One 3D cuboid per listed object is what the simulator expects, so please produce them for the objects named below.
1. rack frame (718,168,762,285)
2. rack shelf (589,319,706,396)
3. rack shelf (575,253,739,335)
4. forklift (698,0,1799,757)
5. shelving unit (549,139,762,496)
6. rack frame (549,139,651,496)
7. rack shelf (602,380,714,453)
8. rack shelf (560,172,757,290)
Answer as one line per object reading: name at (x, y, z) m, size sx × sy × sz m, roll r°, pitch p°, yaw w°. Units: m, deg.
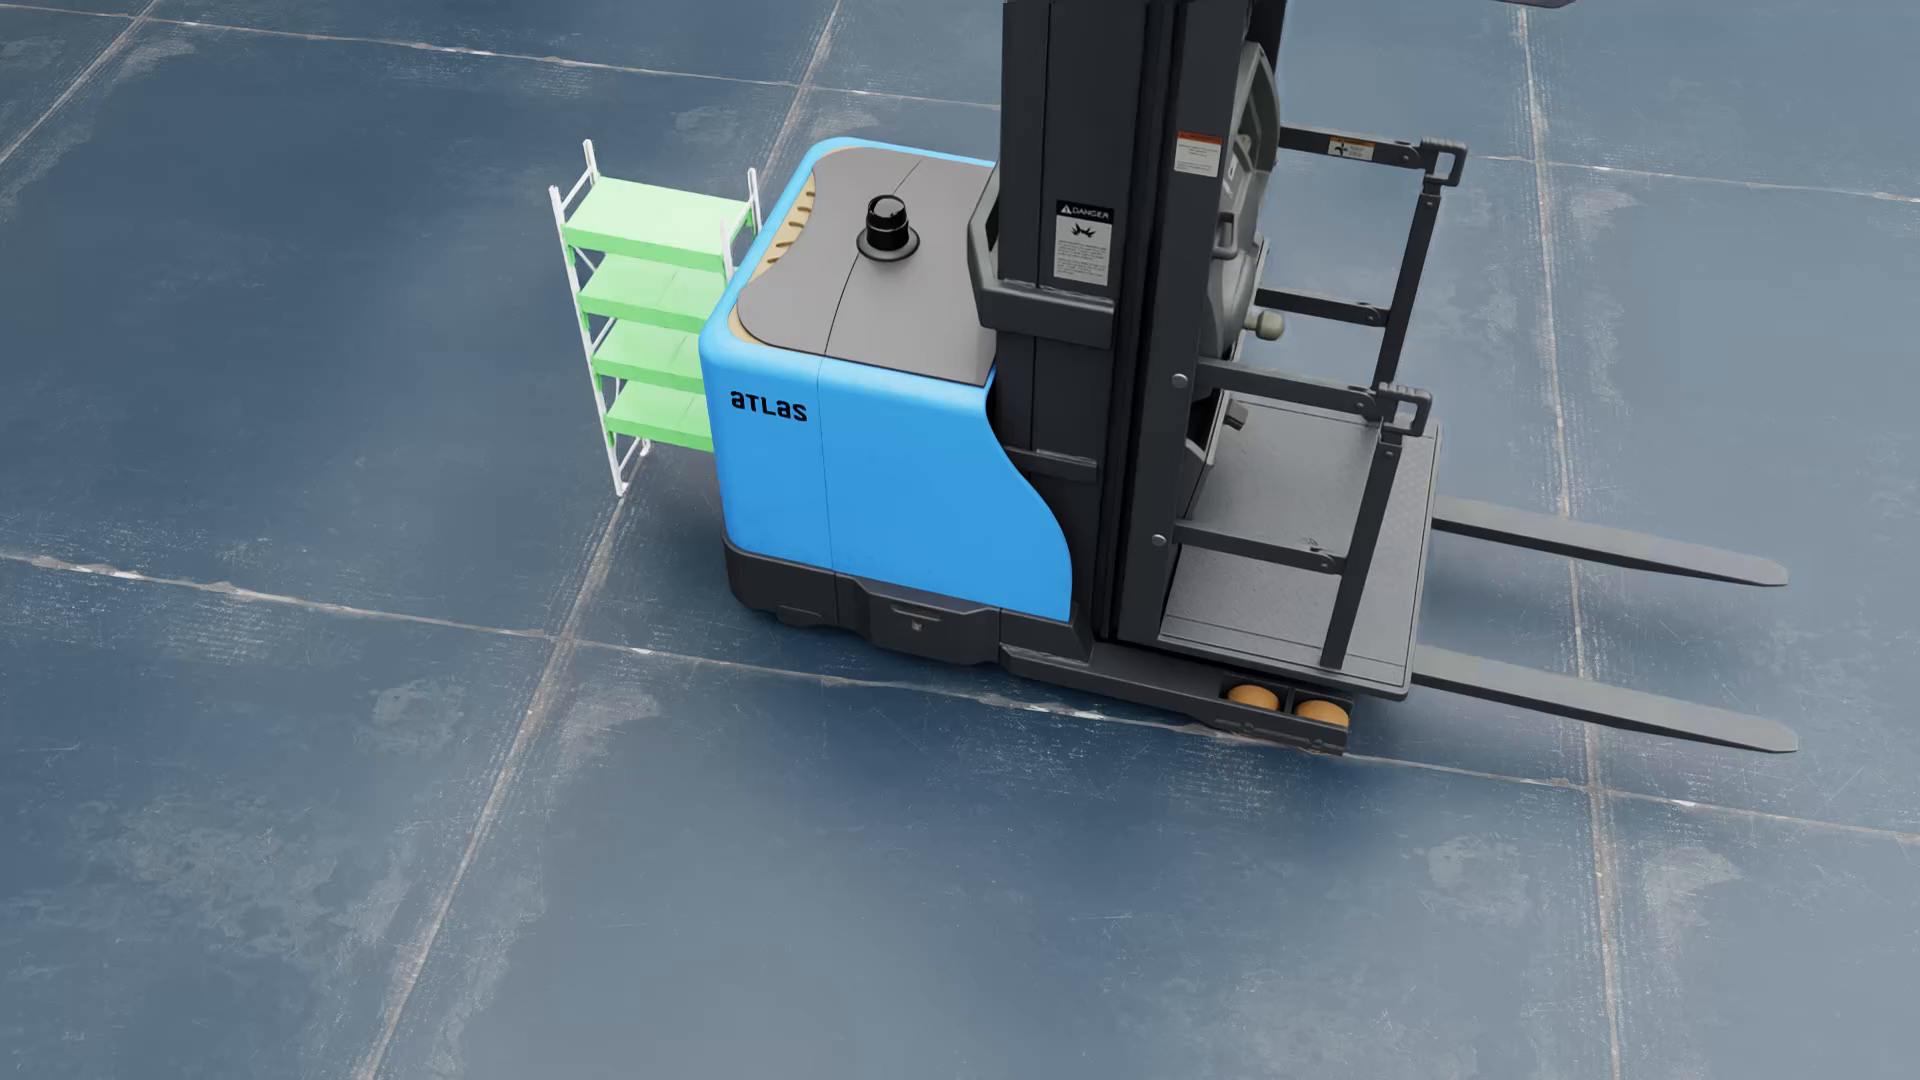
rack frame at (-0.600, -0.530, 4.919) m, size 0.015 × 1.200 × 0.240 m, roll 12°, pitch 49°, yaw 11°
rack shelf at (-0.835, -0.537, 5.012) m, size 0.480 × 0.148 × 0.258 m, roll 12°, pitch 49°, yaw 11°
rack shelf at (-0.835, -0.697, 4.833) m, size 0.480 × 0.148 × 0.258 m, roll 12°, pitch 49°, yaw 11°
forklift at (0.878, -0.815, 4.012) m, size 3.031 × 2.935 × 1.130 m, roll 12°, pitch 49°, yaw 11°
shelving unit at (-0.835, -0.580, 4.964) m, size 0.503 × 1.200 × 0.258 m, roll 12°, pitch 49°, yaw 11°
rack frame at (-1.069, -0.630, 5.009) m, size 0.015 × 1.200 × 0.240 m, roll 12°, pitch 49°, yaw 11°
rack shelf at (-0.835, -0.377, 5.190) m, size 0.480 × 0.148 × 0.258 m, roll 12°, pitch 49°, yaw 11°
rack shelf at (-0.835, -0.858, 4.655) m, size 0.480 × 0.148 × 0.258 m, roll 12°, pitch 49°, yaw 11°
